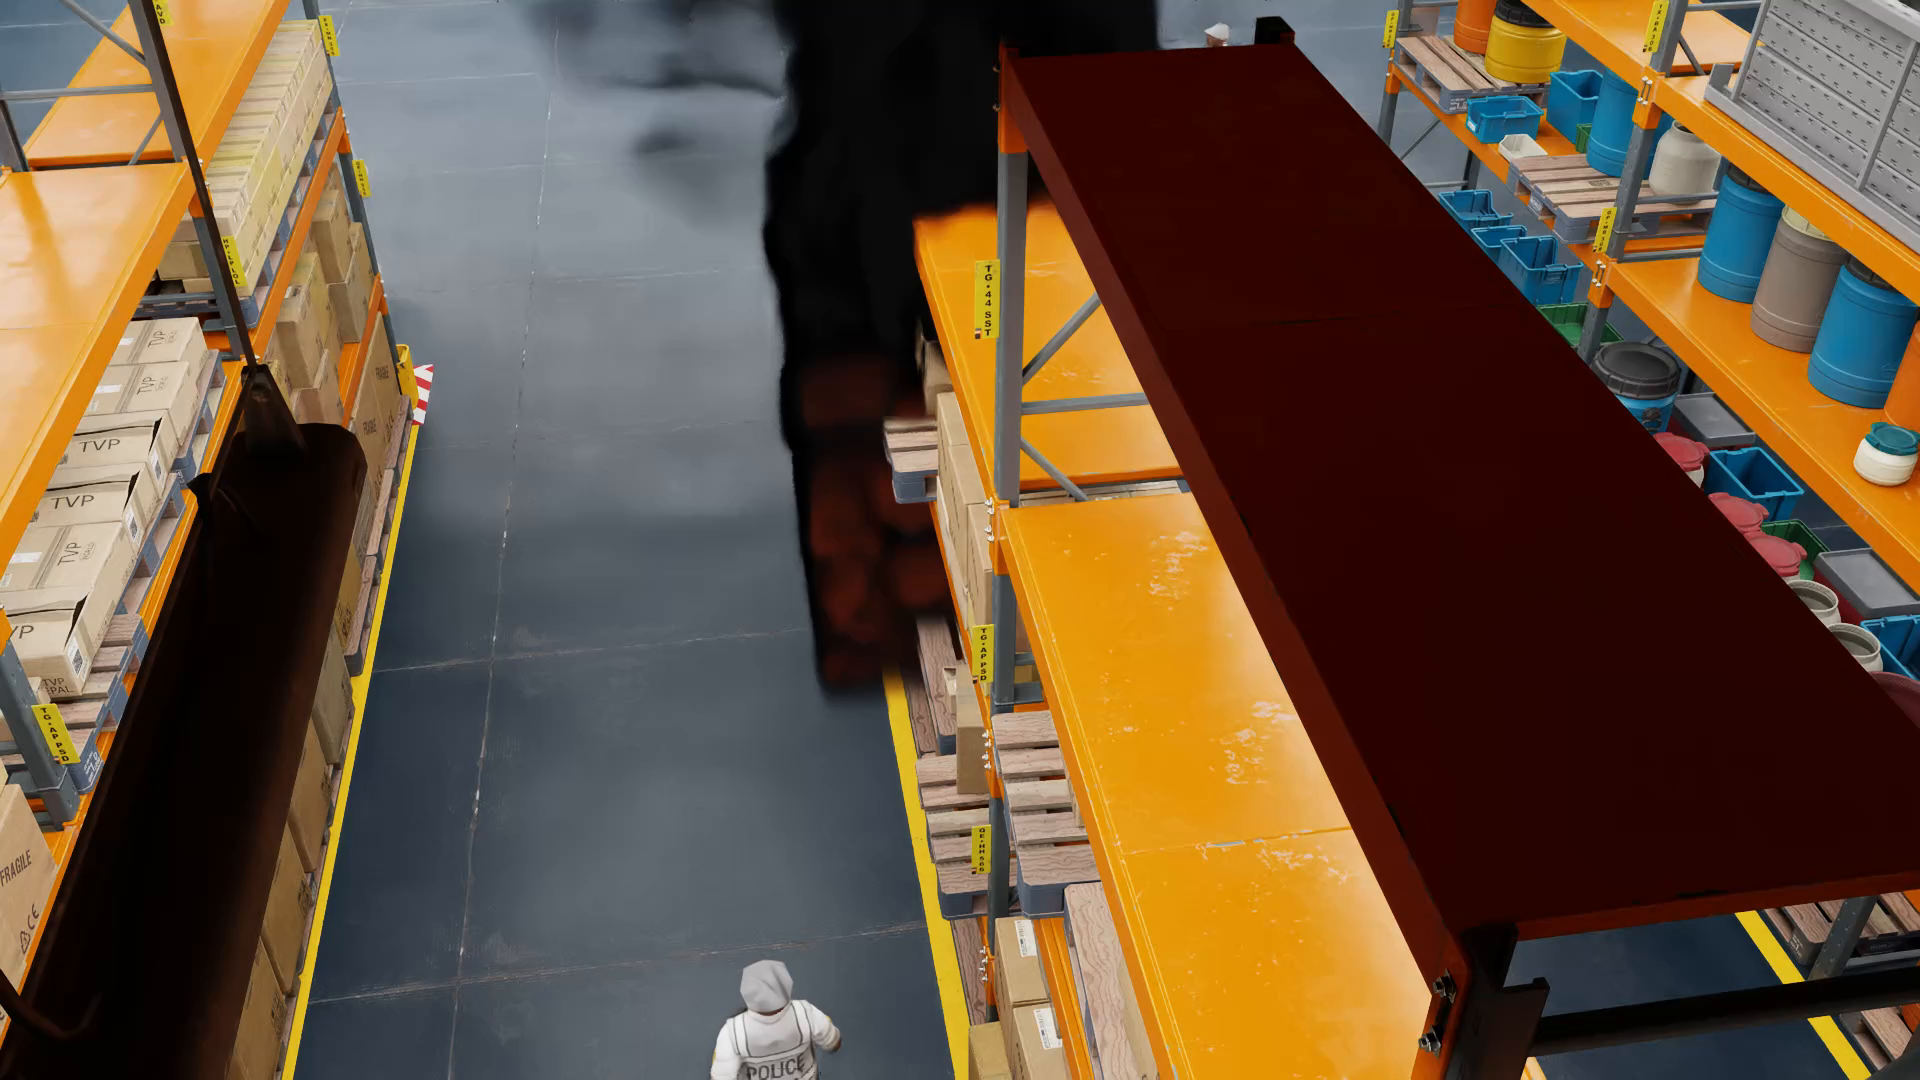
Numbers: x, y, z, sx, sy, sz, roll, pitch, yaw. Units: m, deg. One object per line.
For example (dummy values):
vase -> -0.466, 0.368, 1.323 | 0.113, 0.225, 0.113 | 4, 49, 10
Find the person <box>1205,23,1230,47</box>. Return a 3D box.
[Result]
person -> 2.874, -4.904, 18.597 | 0.951, 1.766, 0.686 | 6, 37, 8

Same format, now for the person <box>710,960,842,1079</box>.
person -> -0.901, 2.732, 8.246 | 0.670, 1.755, 0.796 | -8, 37, -11
